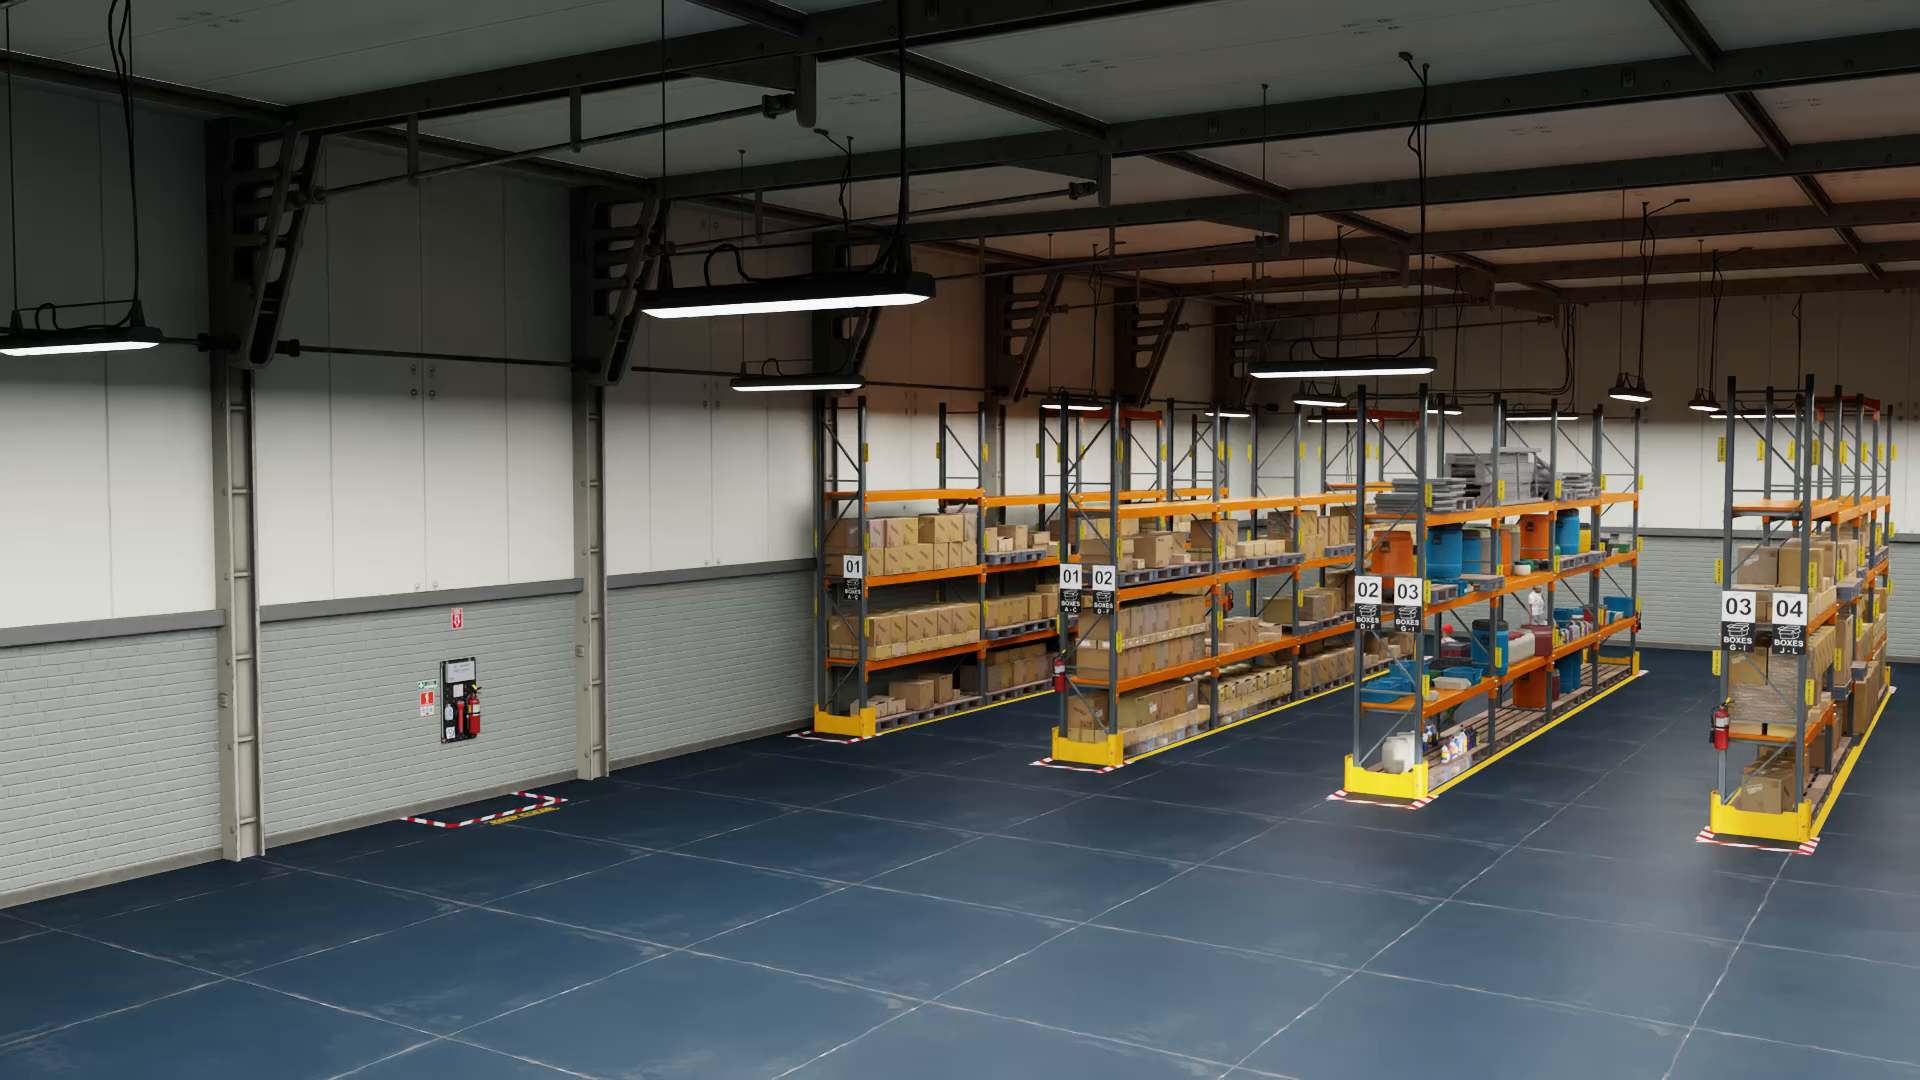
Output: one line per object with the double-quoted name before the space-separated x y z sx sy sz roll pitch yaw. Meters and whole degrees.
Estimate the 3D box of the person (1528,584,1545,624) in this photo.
"person" 14.712 1.926 42.634 0.504 1.657 0.609 -2 4 -34

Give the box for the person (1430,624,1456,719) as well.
"person" 9.124 2.489 31.353 0.588 1.821 0.615 -1 3 -11
